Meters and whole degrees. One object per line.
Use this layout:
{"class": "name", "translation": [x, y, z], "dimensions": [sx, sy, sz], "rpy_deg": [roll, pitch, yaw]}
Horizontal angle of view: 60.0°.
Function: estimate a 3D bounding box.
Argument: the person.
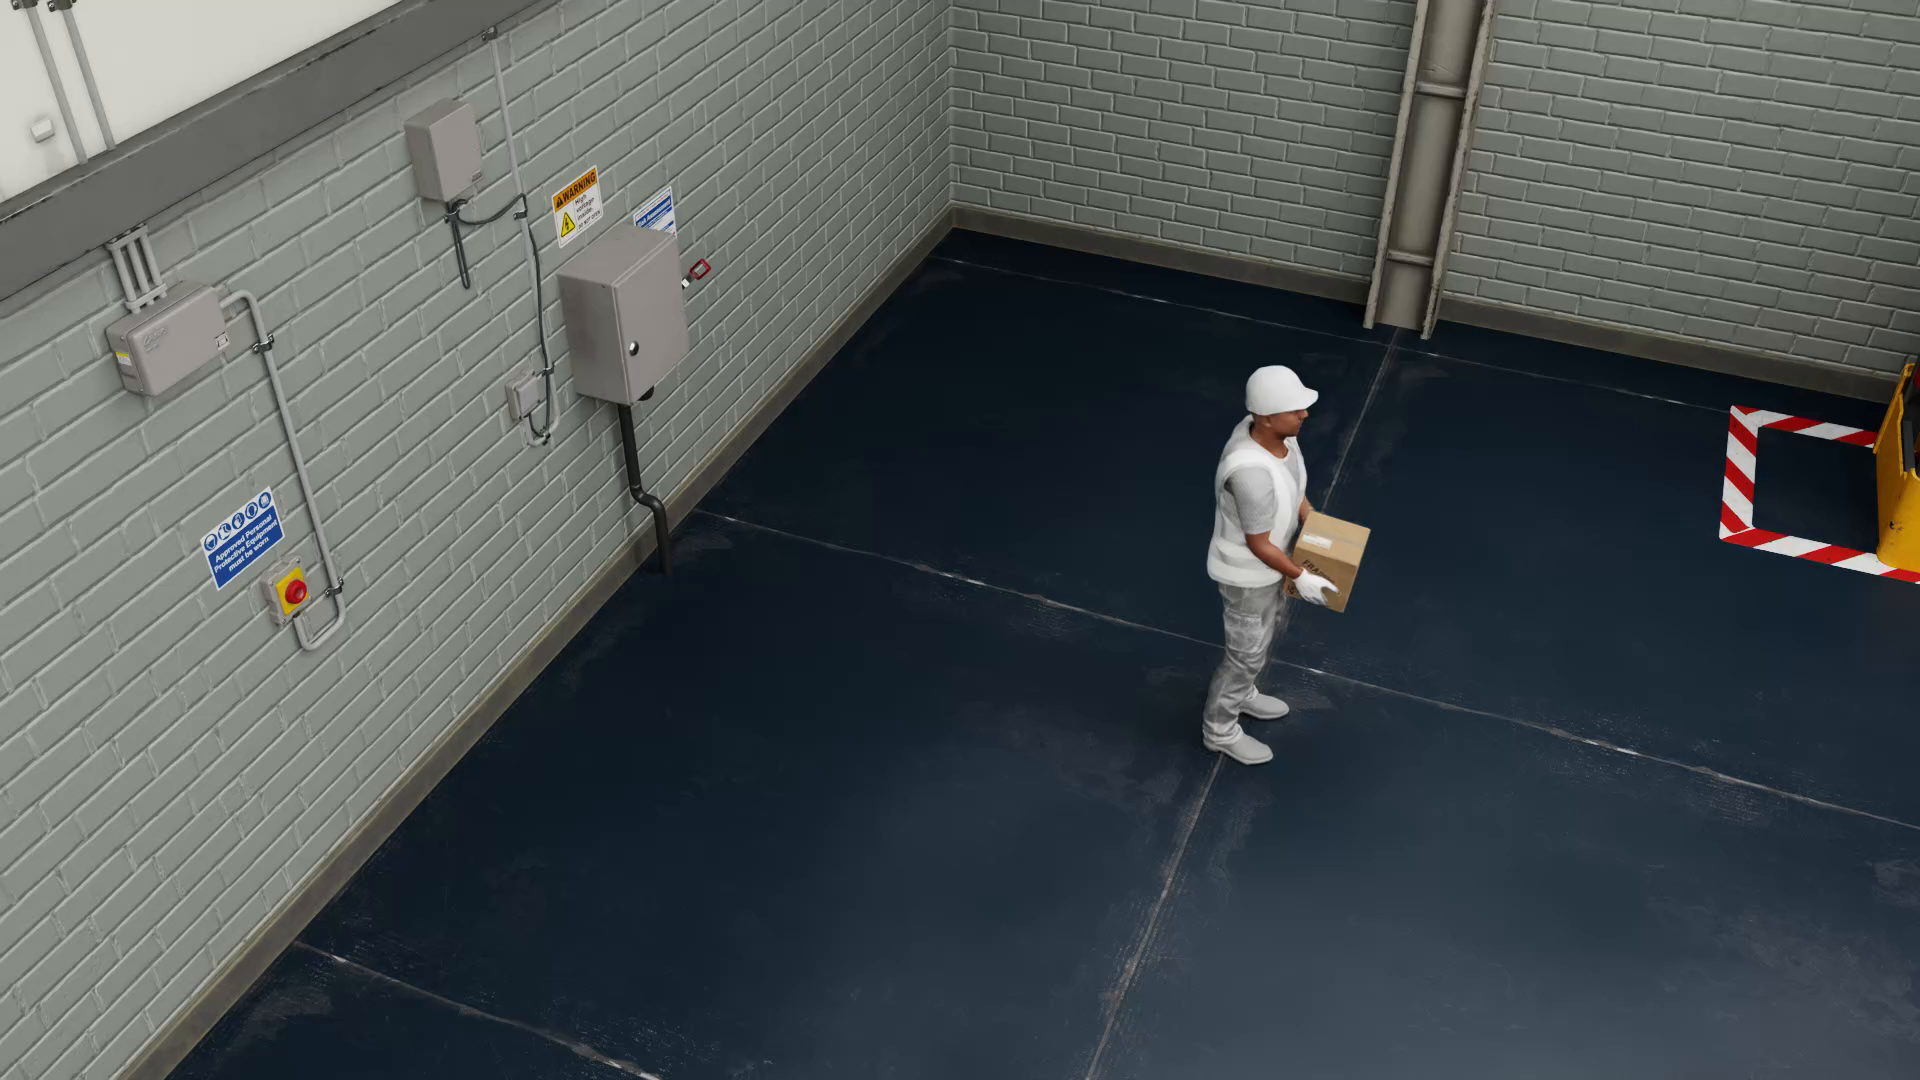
{"class": "person", "translation": [1.268, 0.105, 6.661], "dimensions": [0.541, 1.789, 0.532], "rpy_deg": [14, 39, 17]}
